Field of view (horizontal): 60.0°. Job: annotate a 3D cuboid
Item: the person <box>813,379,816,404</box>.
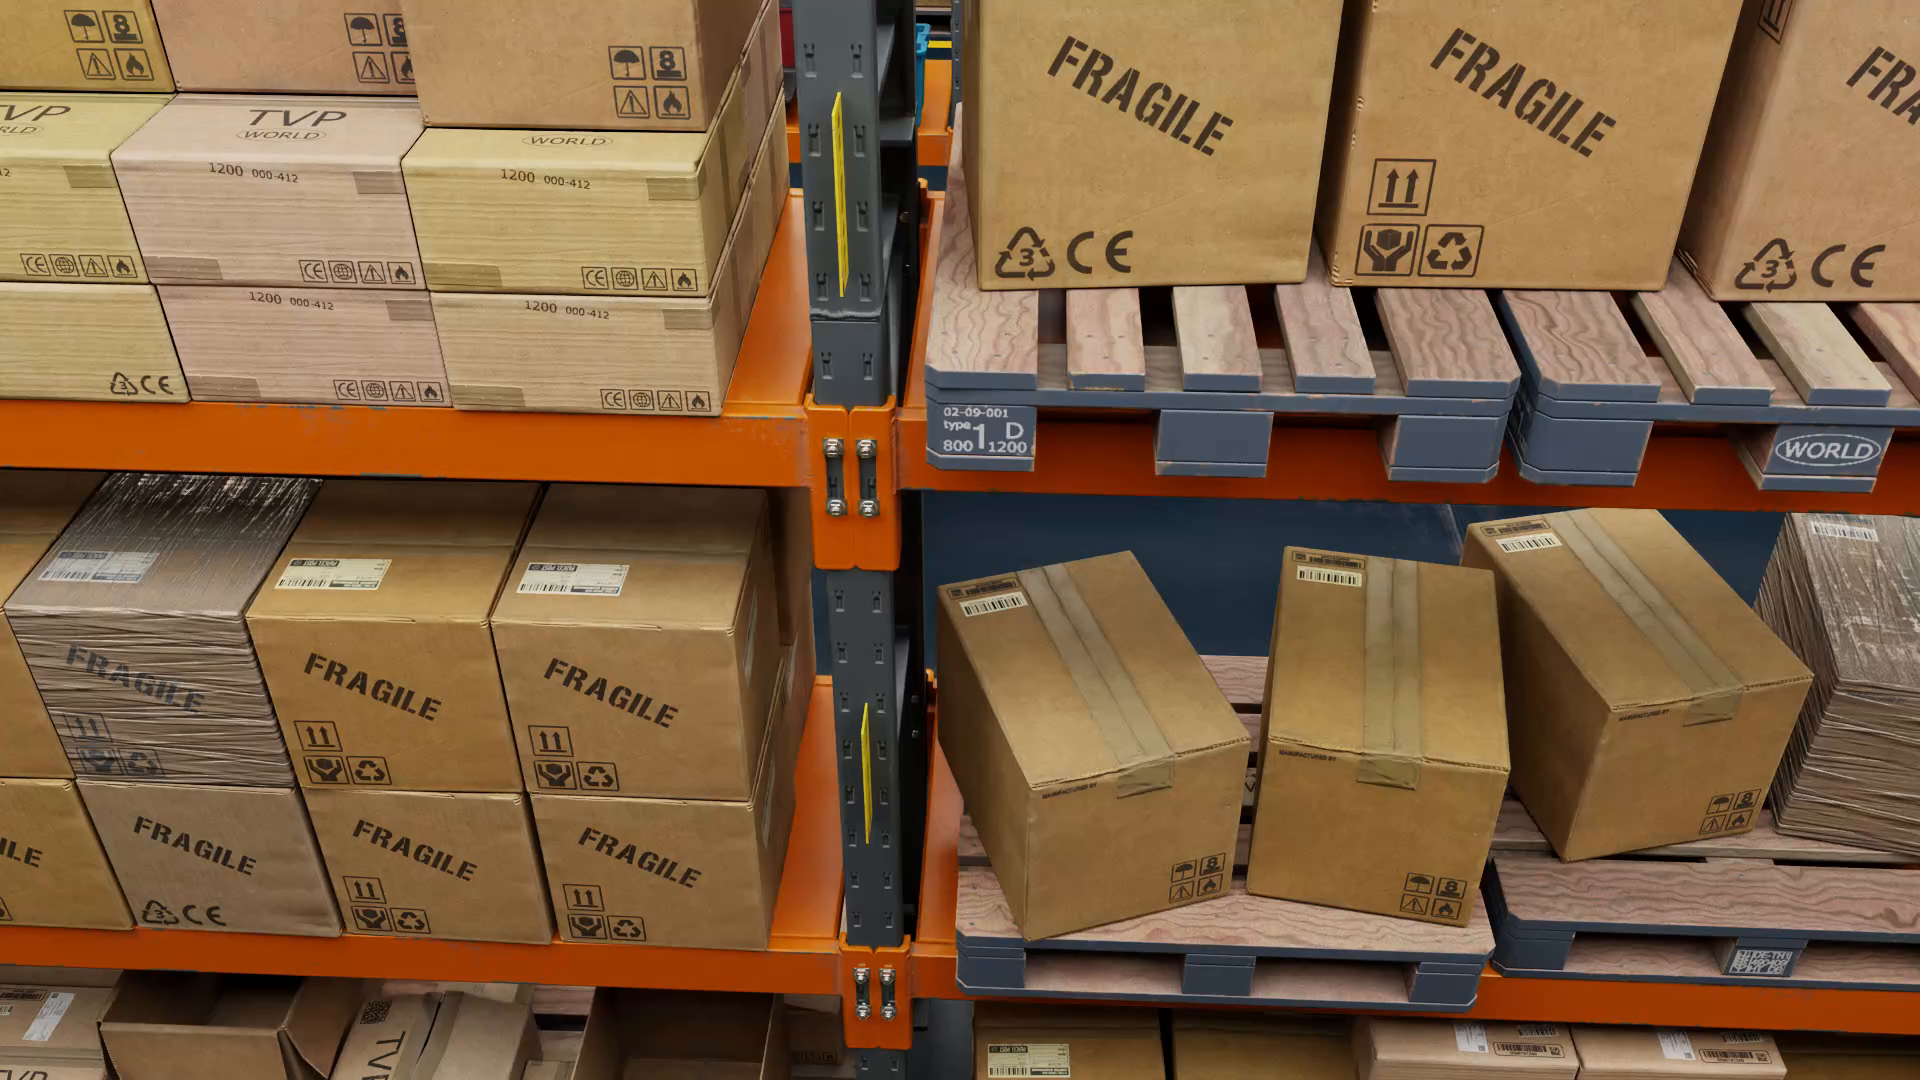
[{"bbox_3d":[-0.458,-0.735,7.358,0.374,1.370,0.737,1,36,1],"label":"person"}]
